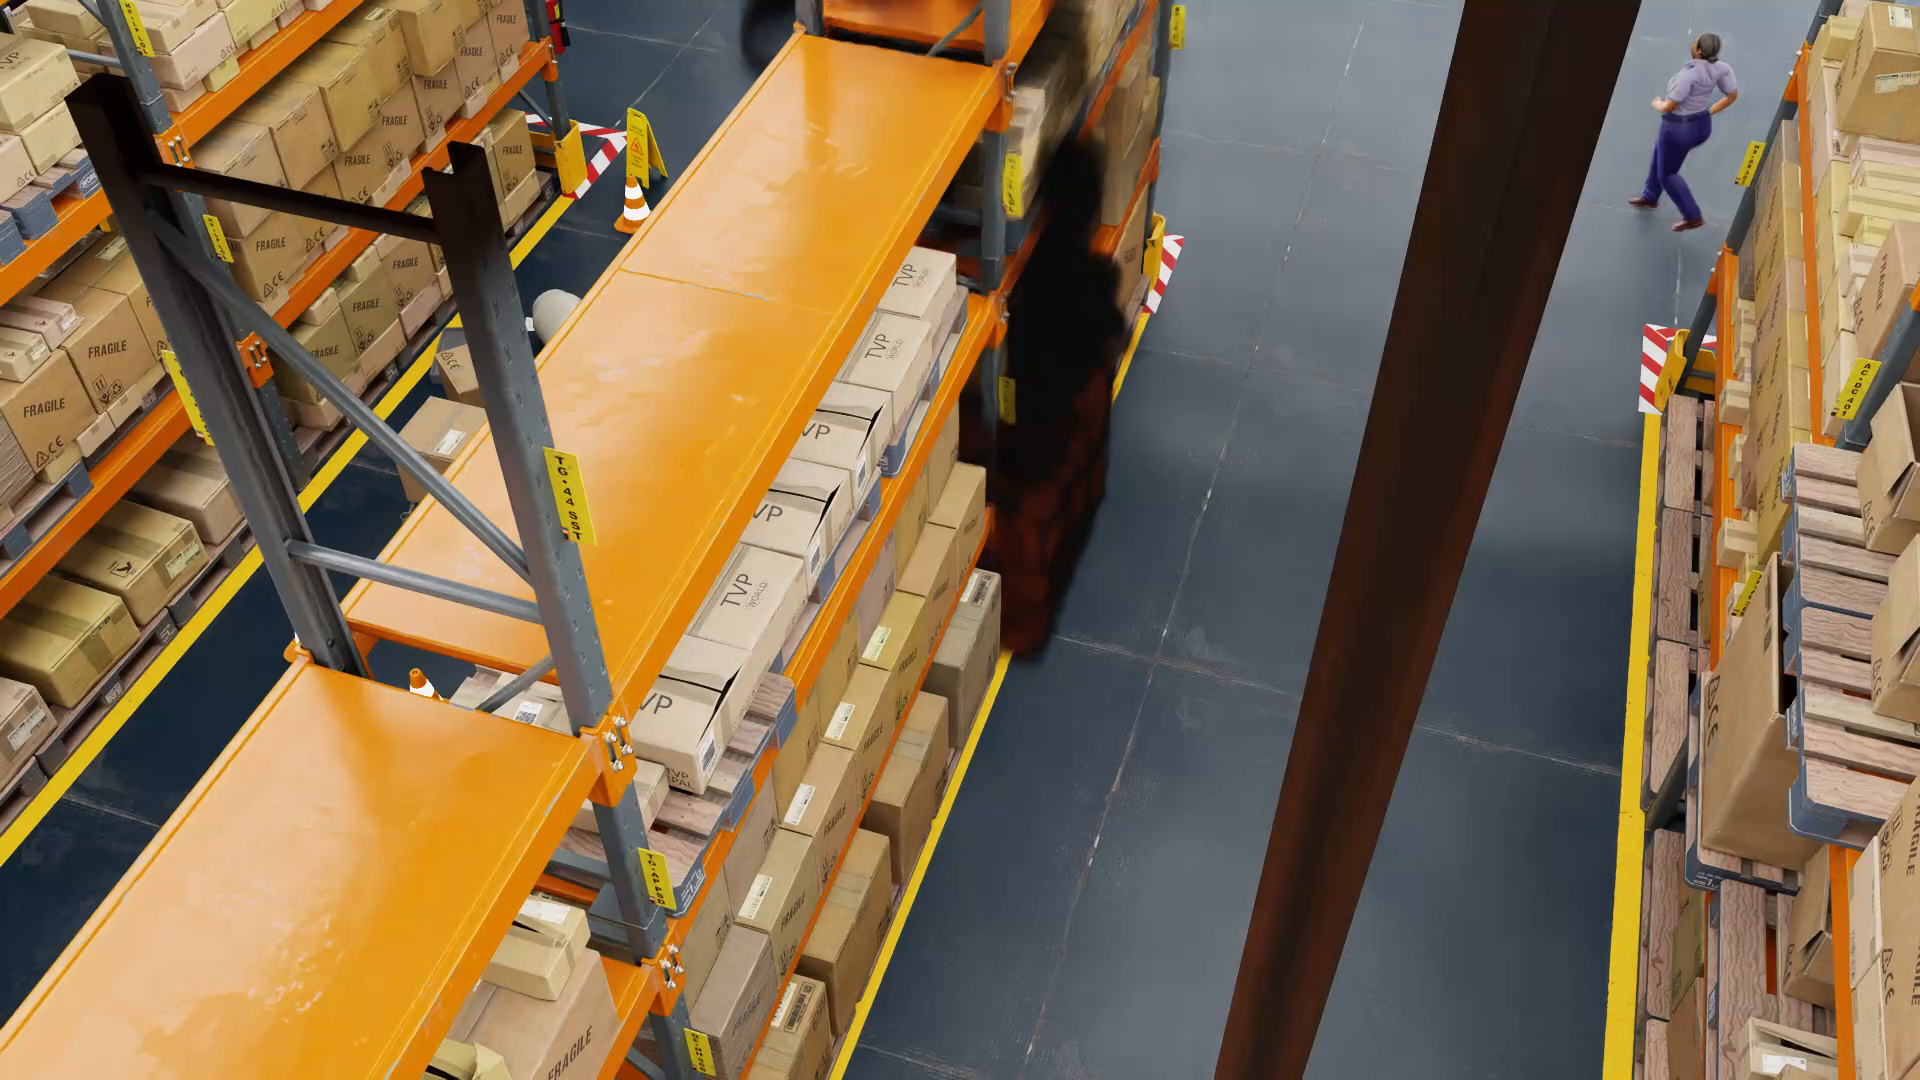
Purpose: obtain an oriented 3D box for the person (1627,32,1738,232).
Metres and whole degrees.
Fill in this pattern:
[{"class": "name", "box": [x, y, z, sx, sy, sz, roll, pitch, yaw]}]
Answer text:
[{"class": "person", "box": [5.716, -3.157, 13.091, 0.606, 1.688, 0.789, -22, 49, -20]}]
